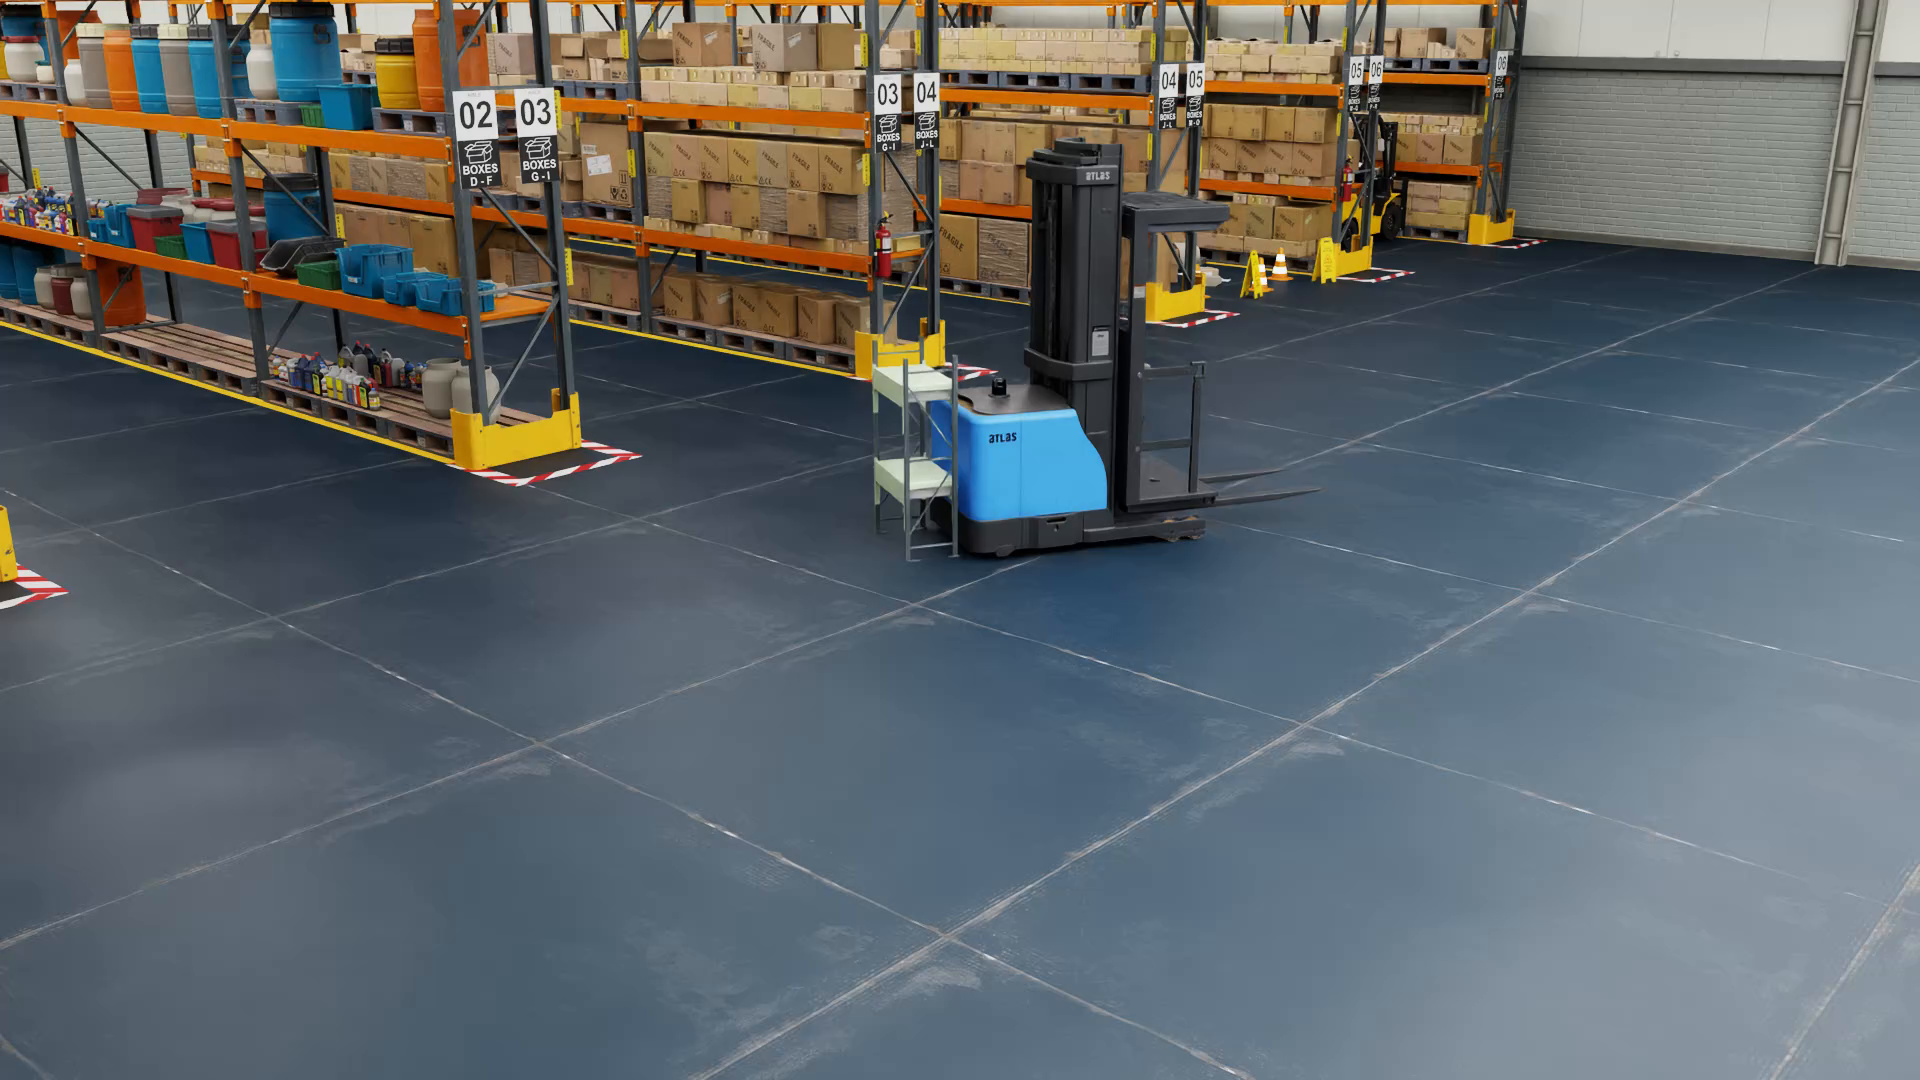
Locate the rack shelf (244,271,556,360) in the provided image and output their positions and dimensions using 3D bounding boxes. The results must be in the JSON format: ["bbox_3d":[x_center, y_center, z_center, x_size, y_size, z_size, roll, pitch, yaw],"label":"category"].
[{"bbox_3d":[-5.385,-2.250,15.932,4.000,0.370,1.077,15,23,39],"label":"rack shelf"}]

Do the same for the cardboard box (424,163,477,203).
[{"bbox_3d":[-7.119,-5.009,23.271,0.500,0.500,0.500,16,24,41],"label":"cardboard box"}]

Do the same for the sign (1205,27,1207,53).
[{"bbox_3d":[3.139,-6.422,21.355,0.005,0.325,0.100,15,23,39],"label":"sign"}]

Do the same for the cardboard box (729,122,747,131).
[{"bbox_3d":[-4.290,-8.246,33.471,0.500,0.500,0.500,15,23,38],"label":"cardboard box"}]

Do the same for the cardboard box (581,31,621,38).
[{"bbox_3d":[-5.999,-8.400,28.302,0.500,0.500,0.700,15,23,39],"label":"cardboard box"}]

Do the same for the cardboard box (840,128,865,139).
[{"bbox_3d":[-1.365,-6.044,24.879,0.500,0.500,0.700,15,23,40],"label":"cardboard box"}]

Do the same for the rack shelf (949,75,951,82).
[{"bbox_3d":[1.489,-7.846,28.605,4.000,0.370,1.077,15,23,39],"label":"rack shelf"}]

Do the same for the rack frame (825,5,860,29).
[{"bbox_3d":[-2.699,-12.750,37.910,0.127,3.000,1.000,15,23,39],"label":"rack frame"}]

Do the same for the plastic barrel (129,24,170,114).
[{"bbox_3d":[-8.384,-4.979,17.554,0.708,0.901,0.600,15,23,39],"label":"plastic barrel"}]

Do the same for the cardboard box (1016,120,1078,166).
[{"bbox_3d":[1.230,-5.393,22.613,0.500,0.550,0.875,15,23,39],"label":"cardboard box"}]

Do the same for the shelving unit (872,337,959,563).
[{"bbox_3d":[-0.334,-0.678,12.269,0.431,1.500,0.755,-6,19,-19],"label":"shelving unit"}]

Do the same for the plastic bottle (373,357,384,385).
[{"bbox_3d":[-5.872,-1.714,16.816,0.133,0.283,0.061,15,23,39],"label":"plastic bottle"}]

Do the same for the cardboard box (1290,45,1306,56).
[{"bbox_3d":[5.157,-7.353,24.960,0.250,0.149,0.380,15,23,39],"label":"cardboard box"}]

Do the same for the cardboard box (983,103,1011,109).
[{"bbox_3d":[0.893,-9.083,35.415,0.500,0.500,0.700,15,23,40],"label":"cardboard box"}]

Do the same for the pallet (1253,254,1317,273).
[{"bbox_3d":[5.335,-4.411,26.163,1.213,0.211,1.003,15,23,39],"label":"pallet"}]

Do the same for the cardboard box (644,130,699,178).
[{"bbox_3d":[-3.426,-4.633,19.942,0.500,0.500,0.500,15,23,39],"label":"cardboard box"}]

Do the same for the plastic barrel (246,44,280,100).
[{"bbox_3d":[-6.689,-4.547,16.142,0.421,0.512,0.421,0,18,0],"label":"plastic barrel"}]

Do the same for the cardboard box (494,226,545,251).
[{"bbox_3d":[-6.064,-4.166,22.946,0.500,0.250,0.500,16,24,41],"label":"cardboard box"}]

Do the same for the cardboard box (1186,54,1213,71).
[{"bbox_3d":[3.890,-7.502,26.089,0.500,0.250,0.500,15,23,40],"label":"cardboard box"}]

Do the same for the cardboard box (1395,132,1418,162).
[{"bbox_3d":[7.960,-6.974,29.463,0.500,0.500,0.500,14,23,38],"label":"cardboard box"}]

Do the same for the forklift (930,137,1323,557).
[{"bbox_3d":[1.338,-1.527,12.579,3.031,2.935,1.130,-6,19,-19],"label":"forklift"}]

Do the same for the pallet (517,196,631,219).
[{"bbox_3d":[-5.078,-4.439,21.956,1.213,0.211,1.003,15,23,39],"label":"pallet"}]

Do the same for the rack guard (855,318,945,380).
[{"bbox_3d":[-0.659,-2.136,18.515,0.348,0.500,1.175,15,23,39],"label":"rack guard"}]

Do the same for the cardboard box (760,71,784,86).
[{"bbox_3d":[-1.985,-5.108,18.379,0.250,0.149,0.380,14,22,37],"label":"cardboard box"}]

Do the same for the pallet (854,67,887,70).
[{"bbox_3d":[-1.862,-7.019,25.122,1.213,0.211,1.003,16,24,42],"label":"pallet"}]

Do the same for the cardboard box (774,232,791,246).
[{"bbox_3d":[-1.898,-3.450,18.939,0.250,0.149,0.380,15,23,39],"label":"cardboard box"}]

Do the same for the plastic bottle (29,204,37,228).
[{"bbox_3d":[-11.313,-3.956,20.312,0.133,0.283,0.061,15,23,39],"label":"plastic bottle"}]

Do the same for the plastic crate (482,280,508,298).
[{"bbox_3d":[-4.345,-2.318,15.393,0.250,0.136,0.298,15,23,39],"label":"plastic crate"}]

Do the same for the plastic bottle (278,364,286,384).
[{"bbox_3d":[-6.858,-1.687,16.867,0.097,0.201,0.097,0,18,0],"label":"plastic bottle"}]

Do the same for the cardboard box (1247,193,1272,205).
[{"bbox_3d":[4.699,-5.322,25.961,0.250,0.149,0.380,16,23,40],"label":"cardboard box"}]

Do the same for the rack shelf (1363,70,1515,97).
[{"bbox_3d":[7.772,-8.166,29.615,4.000,0.370,1.077,15,23,39],"label":"rack shelf"}]

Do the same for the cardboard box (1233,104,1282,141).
[{"bbox_3d":[4.626,-6.456,25.685,0.500,0.500,0.700,15,23,39],"label":"cardboard box"}]

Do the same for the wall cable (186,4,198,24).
[{"bbox_3d":[-14.510,-12.833,32.852,0.120,5.999,2.277,15,23,39],"label":"wall cable"}]

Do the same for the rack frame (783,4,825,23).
[{"bbox_3d":[-2.999,-10.823,31.838,0.127,3.000,1.000,15,23,39],"label":"rack frame"}]

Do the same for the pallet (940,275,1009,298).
[{"bbox_3d":[0.291,-3.718,23.977,1.213,0.211,1.003,15,23,39],"label":"pallet"}]

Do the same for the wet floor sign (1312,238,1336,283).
[{"bbox_3d":[5.408,-4.152,24.627,0.267,0.644,0.232,-9,20,-27],"label":"wet floor sign"}]

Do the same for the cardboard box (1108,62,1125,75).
[{"bbox_3d":[2.105,-6.013,21.195,0.250,0.149,0.380,15,23,40],"label":"cardboard box"}]

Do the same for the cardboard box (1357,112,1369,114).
[{"bbox_3d":[7.334,-7.608,29.895,0.250,0.149,0.380,15,23,39],"label":"cardboard box"}]

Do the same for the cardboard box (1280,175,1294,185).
[{"bbox_3d":[5.114,-5.543,25.535,0.250,0.149,0.380,15,23,38],"label":"cardboard box"}]

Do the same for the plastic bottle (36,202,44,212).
[{"bbox_3d":[-11.356,-4.026,20.532,0.133,0.283,0.061,15,23,39],"label":"plastic bottle"}]

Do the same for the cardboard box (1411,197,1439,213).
[{"bbox_3d":[8.329,-5.936,29.382,0.500,0.250,0.500,15,23,39],"label":"cardboard box"}]

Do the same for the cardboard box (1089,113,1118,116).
[{"bbox_3d":[2.449,-7.006,28.378,0.500,0.500,0.500,15,23,39],"label":"cardboard box"}]

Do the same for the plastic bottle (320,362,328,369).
[{"bbox_3d":[-6.364,-1.646,16.623,0.097,0.271,0.097,0,18,0],"label":"plastic bottle"}]

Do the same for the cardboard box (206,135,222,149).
[{"bbox_3d":[-12.015,-6.694,27.263,0.500,0.500,0.500,14,23,38],"label":"cardboard box"}]

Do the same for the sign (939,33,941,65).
[{"bbox_3d":[-0.242,-5.281,17.890,0.005,0.325,0.100,15,23,39],"label":"sign"}]

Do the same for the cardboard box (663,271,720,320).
[{"bbox_3d":[-3.321,-3.034,20.653,0.500,0.500,0.500,14,22,38],"label":"cardboard box"}]

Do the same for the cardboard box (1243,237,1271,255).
[{"bbox_3d":[4.811,-4.651,26.159,0.500,0.250,0.500,15,23,39],"label":"cardboard box"}]

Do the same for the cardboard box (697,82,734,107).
[{"bbox_3d":[-2.663,-5.118,19.068,0.500,0.250,0.500,14,22,37],"label":"cardboard box"}]

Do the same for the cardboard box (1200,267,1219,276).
[{"bbox_3d":[3.656,-4.001,24.974,0.380,0.149,0.250,-6,18,-18],"label":"cardboard box"}]

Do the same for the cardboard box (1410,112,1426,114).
[{"bbox_3d":[8.259,-7.578,29.800,0.250,0.149,0.380,14,23,38],"label":"cardboard box"}]

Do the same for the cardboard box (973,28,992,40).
[{"bbox_3d":[0.392,-6.852,22.523,0.250,0.149,0.380,15,23,38],"label":"cardboard box"}]

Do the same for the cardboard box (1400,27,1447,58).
[{"bbox_3d":[8.076,-8.665,28.973,0.500,0.500,0.700,15,23,40],"label":"cardboard box"}]

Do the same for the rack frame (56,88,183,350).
[{"bbox_3d":[-9.873,-3.798,19.619,0.127,3.000,1.000,15,23,39],"label":"rack frame"}]

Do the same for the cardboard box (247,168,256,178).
[{"bbox_3d":[-11.174,-5.898,26.653,0.250,0.149,0.380,16,23,40],"label":"cardboard box"}]

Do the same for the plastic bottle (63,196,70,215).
[{"bbox_3d":[-11.431,-4.287,21.368,0.135,0.276,0.152,15,23,39],"label":"plastic bottle"}]

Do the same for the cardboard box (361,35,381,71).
[{"bbox_3d":[-8.127,-7.003,23.895,0.637,0.503,0.797,15,23,39],"label":"cardboard box"}]
